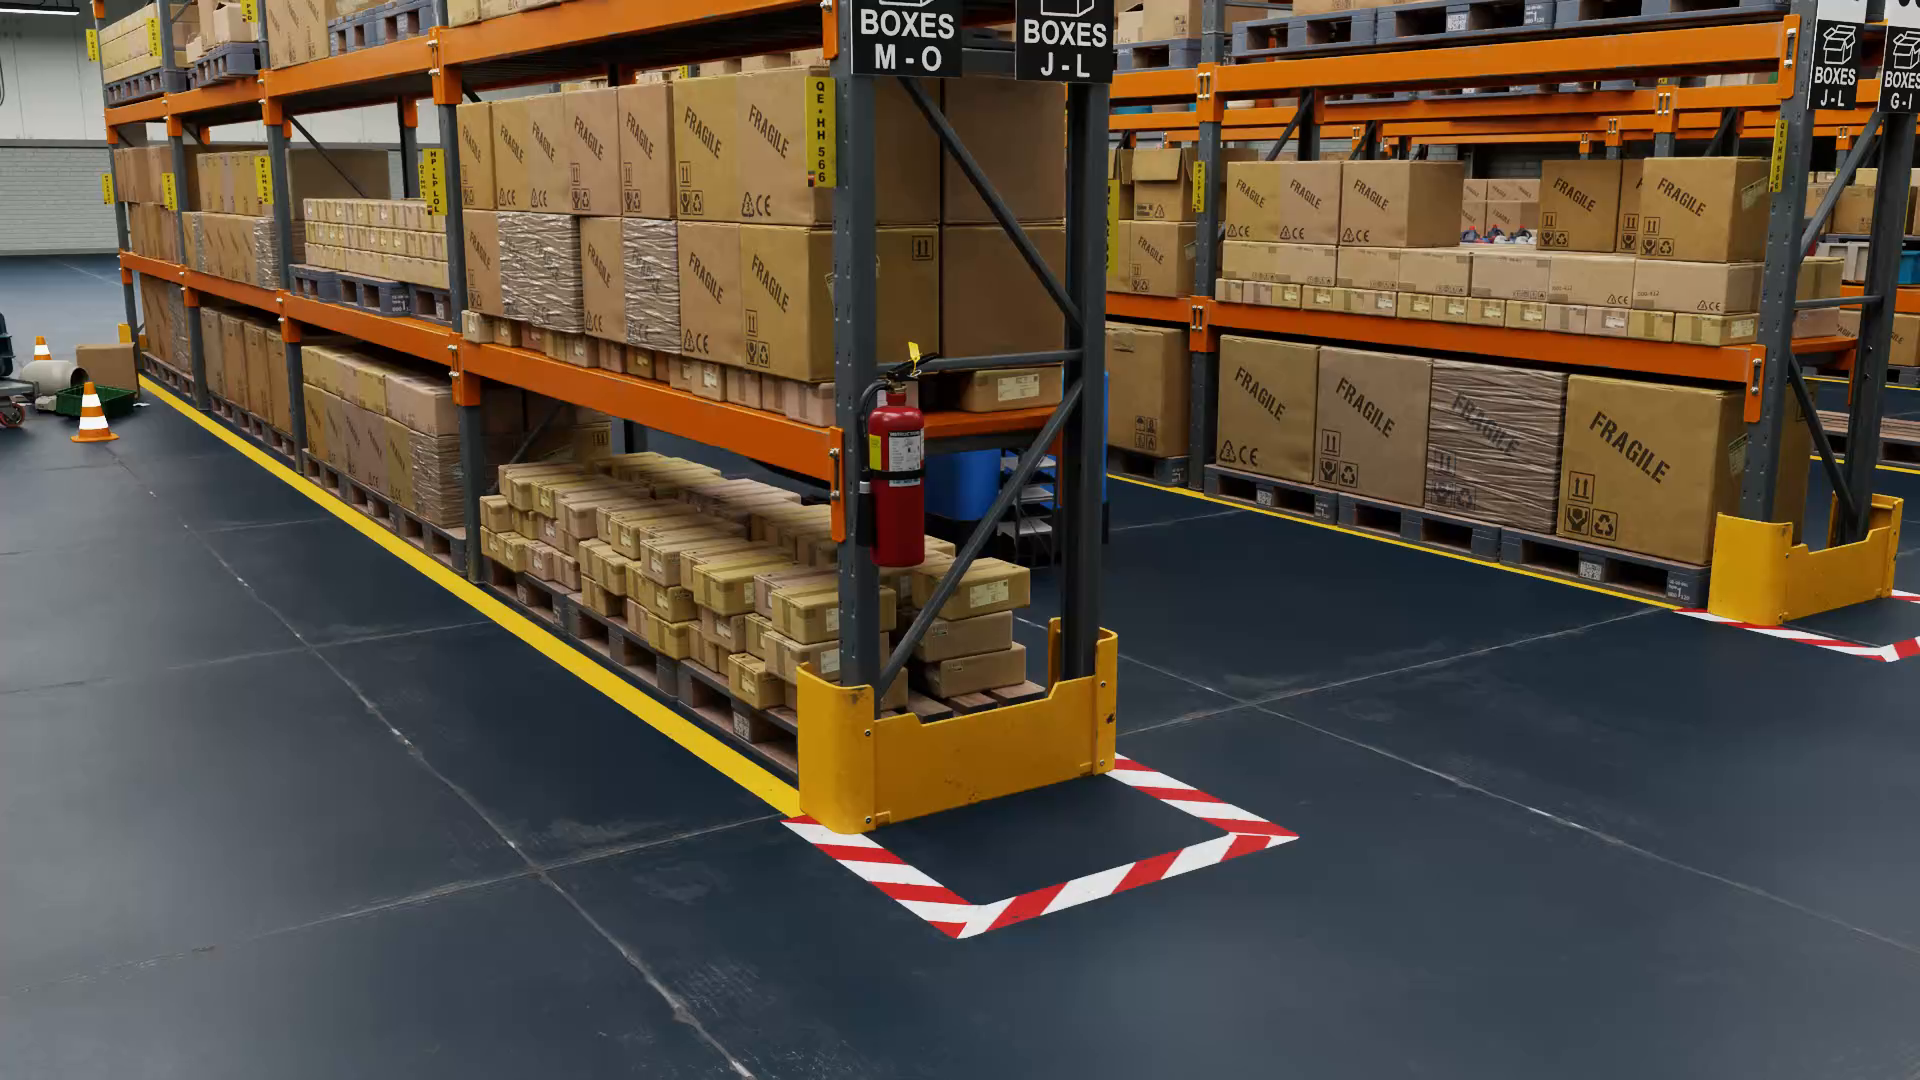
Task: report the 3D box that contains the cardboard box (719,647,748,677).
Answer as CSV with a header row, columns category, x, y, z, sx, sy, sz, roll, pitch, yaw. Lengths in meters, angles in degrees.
category,x,y,z,sx,sy,sz,roll,pitch,yaw
cardboard box,-0.716,0.447,6.486,0.380,0.149,0.250,-8,15,-33

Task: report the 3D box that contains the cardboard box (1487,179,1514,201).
category,x,y,z,sx,sy,sz,roll,pitch,yaw
cardboard box,8.887,-5.572,26.869,0.500,0.500,0.500,-9,15,-34

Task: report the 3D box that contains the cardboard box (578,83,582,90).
category,x,y,z,sx,sy,sz,roll,pitch,yaw
cardboard box,-4.364,-5.418,20.012,0.380,0.149,0.250,-8,15,-34

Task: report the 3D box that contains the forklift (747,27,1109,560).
category,x,y,z,sx,sy,sz,roll,pitch,yaw
forklift,-0.373,-1.555,10.114,1.130,2.935,3.031,-8,15,-32

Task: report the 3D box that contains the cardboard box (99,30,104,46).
category,x,y,z,sx,sy,sz,roll,pitch,yaw
cardboard box,-8.894,-5.315,17.629,0.380,0.149,0.250,-8,15,-32

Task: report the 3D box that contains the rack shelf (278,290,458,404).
category,x,y,z,sx,sy,sz,roll,pitch,yaw
rack shelf,-3.274,-1.296,10.451,1.077,0.370,4.000,-8,15,-33

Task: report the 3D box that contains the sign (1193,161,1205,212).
category,x,y,z,sx,sy,sz,roll,pitch,yaw
sign,1.573,-2.322,10.934,0.100,0.325,0.005,-8,15,-33

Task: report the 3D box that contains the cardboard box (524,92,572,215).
category,x,y,z,sx,sy,sz,roll,pitch,yaw
cardboard box,-1.565,-1.682,7.260,0.500,0.500,0.500,-8,15,-32

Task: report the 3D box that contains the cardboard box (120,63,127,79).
category,x,y,z,sx,sy,sz,roll,pitch,yaw
cardboard box,-8.192,-4.699,16.679,0.380,0.149,0.250,-8,15,-33

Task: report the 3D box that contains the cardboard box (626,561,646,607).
category,x,y,z,sx,sy,sz,roll,pitch,yaw
cardboard box,-1.193,0.171,7.052,0.380,0.149,0.250,-7,14,-30

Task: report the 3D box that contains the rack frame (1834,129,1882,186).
category,x,y,z,sx,sy,sz,roll,pitch,yaw
rack frame,12.174,-4.331,22.647,1.000,3.000,0.127,-8,15,-33

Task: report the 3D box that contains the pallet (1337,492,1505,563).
category,x,y,z,sx,sy,sz,roll,pitch,yaw
pallet,3.056,-0.137,9.995,1.003,0.211,1.213,-8,15,-33

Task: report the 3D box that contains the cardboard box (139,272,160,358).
category,x,y,z,sx,sy,sz,roll,pitch,yaw
cardboard box,-8.384,-2.480,18.174,0.875,0.875,0.875,-8,15,-32

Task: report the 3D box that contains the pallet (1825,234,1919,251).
category,x,y,z,sx,sy,sz,roll,pitch,yaw
pallet,9.916,-3.094,17.439,1.003,0.211,1.213,-8,15,-33

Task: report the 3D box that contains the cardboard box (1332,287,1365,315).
category,x,y,z,sx,sy,sz,roll,pitch,yaw
cardboard box,2.487,-1.461,10.108,0.380,0.149,0.250,-8,15,-34

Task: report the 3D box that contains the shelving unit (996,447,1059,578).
category,x,y,z,sx,sy,sz,roll,pitch,yaw
shelving unit,0.364,-0.247,8.849,0.258,0.900,0.210,-6,19,-25

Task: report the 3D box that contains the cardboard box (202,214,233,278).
category,x,y,z,sx,sy,sz,roll,pitch,yaw
cardboard box,-5.976,-2.459,13.852,0.500,0.500,0.500,-8,15,-33

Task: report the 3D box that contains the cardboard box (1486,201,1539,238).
category,x,y,z,sx,sy,sz,roll,pitch,yaw
cardboard box,7.109,-4.090,21.308,0.500,0.500,0.500,-9,15,-36

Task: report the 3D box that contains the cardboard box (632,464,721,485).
category,x,y,z,sx,sy,sz,roll,pitch,yaw
cardboard box,-1.433,-0.278,8.411,0.380,0.149,0.250,-8,15,-33

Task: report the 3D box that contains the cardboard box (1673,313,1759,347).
category,x,y,z,sx,sy,sz,roll,pitch,yaw
cardboard box,3.764,-1.051,8.236,0.380,0.149,0.250,-8,15,-32

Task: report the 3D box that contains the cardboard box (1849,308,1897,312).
category,x,y,z,sx,sy,sz,roll,pitch,yaw
cardboard box,9.898,-2.235,17.882,0.500,0.500,0.500,-8,15,-32

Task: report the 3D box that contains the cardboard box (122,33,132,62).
category,x,y,z,sx,sy,sz,roll,pitch,yaw
cardboard box,-7.921,-4.832,16.353,0.500,0.250,0.500,-8,15,-33

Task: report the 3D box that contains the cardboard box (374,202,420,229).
category,x,y,z,sx,sy,sz,roll,pitch,yaw
cardboard box,-3.272,-1.945,9.948,0.380,0.149,0.250,-9,15,-35

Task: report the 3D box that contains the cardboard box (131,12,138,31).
category,x,y,z,sx,sy,sz,roll,pitch,yaw
cardboard box,-7.628,-4.908,15.768,0.380,0.149,0.250,-8,15,-33

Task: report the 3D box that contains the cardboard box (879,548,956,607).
category,x,y,z,sx,sy,sz,roll,pitch,yaw
cardboard box,-0.210,0.148,6.460,0.380,0.149,0.250,-8,15,-32

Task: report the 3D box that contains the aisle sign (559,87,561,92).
category,x,y,z,sx,sy,sz,roll,pitch,yaw
aisle sign,-4.913,-5.241,20.720,0.394,0.787,0.004,-8,15,-33

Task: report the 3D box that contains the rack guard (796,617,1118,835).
category,x,y,z,sx,sy,sz,roll,pitch,yaw
rack guard,0.008,0.627,5.824,1.175,0.500,0.348,-8,15,-33

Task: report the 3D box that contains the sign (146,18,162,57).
category,x,y,z,sx,sy,sz,roll,pitch,yaw
sign,-7.059,-4.405,14.568,0.100,0.325,0.005,-8,15,-33

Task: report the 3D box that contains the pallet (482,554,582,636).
category,x,y,z,sx,sy,sz,roll,pitch,yaw
pallet,-1.764,0.186,8.519,1.003,0.211,1.213,-8,15,-33

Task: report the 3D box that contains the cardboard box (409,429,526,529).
category,x,y,z,sx,sy,sz,roll,pitch,yaw
cardboard box,-2.785,-0.378,9.436,0.500,0.500,0.500,-8,15,-34

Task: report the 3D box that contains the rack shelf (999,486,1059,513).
category,x,y,z,sx,sy,sz,roll,pitch,yaw
rack shelf,0.363,-0.216,8.858,0.258,0.077,0.200,-6,19,-25

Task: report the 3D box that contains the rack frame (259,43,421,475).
category,x,y,z,sx,sy,sz,roll,pitch,yaw
rack frame,-4.382,-2.003,12.001,1.000,3.000,0.127,-8,15,-33

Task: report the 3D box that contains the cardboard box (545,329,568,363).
category,x,y,z,sx,sy,sz,roll,pitch,yaw
cardboard box,-1.654,-0.900,7.544,0.380,0.149,0.250,-8,15,-32

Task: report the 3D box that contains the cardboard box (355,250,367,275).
category,x,y,z,sx,sy,sz,roll,pitch,yaw
cardboard box,-3.566,-1.747,10.433,0.380,0.149,0.250,-8,15,-32

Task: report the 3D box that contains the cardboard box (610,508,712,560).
category,x,y,z,sx,sy,sz,roll,pitch,yaw
cardboard box,-1.303,-0.028,7.267,0.380,0.149,0.250,-8,15,-32

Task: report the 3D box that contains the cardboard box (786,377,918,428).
category,x,y,z,sx,sy,sz,roll,pitch,yaw
cardboard box,-0.365,-0.482,5.634,0.380,0.149,0.250,-8,15,-33

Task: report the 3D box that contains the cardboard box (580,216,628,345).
category,x,y,z,sx,sy,sz,roll,pitch,yaw
cardboard box,-1.250,-1.095,6.919,0.500,0.500,0.500,-7,14,-30

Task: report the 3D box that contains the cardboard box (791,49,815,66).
category,x,y,z,sx,sy,sz,roll,pitch,yaw
cardboard box,-1.224,-4.566,15.294,0.500,0.500,0.500,-8,15,-32

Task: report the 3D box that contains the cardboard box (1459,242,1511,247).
category,x,y,z,sx,sy,sz,roll,pitch,yaw
cardboard box,3.054,-1.703,10.283,0.500,0.250,0.500,-8,15,-32

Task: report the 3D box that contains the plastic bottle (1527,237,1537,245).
category,x,y,z,sx,sy,sz,roll,pitch,yaw
plastic bottle,5.173,-2.573,14.897,0.152,0.276,0.135,-8,15,-33

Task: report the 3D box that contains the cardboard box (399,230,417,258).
category,x,y,z,sx,sy,sz,roll,pitch,yaw
cardboard box,-2.988,-1.706,9.552,0.380,0.149,0.250,-9,15,-35

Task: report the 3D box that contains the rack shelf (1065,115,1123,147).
category,x,y,z,sx,sy,sz,roll,pitch,yaw
rack shelf,0.602,-5.340,21.920,1.077,0.370,4.000,-8,15,-33

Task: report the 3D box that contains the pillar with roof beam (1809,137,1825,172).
category,x,y,z,sx,sy,sz,roll,pitch,yaw
pillar with roof beam,8.590,-7.086,21.201,9.100,9.000,0.400,-8,15,-33

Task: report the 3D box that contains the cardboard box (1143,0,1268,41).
category,x,y,z,sx,sy,sz,roll,pitch,yaw
cardboard box,1.690,-3.682,11.441,0.700,0.500,0.500,-8,14,-31

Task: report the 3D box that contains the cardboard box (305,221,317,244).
category,x,y,z,sx,sy,sz,roll,pitch,yaw
cardboard box,-4.281,-2.121,11.450,0.380,0.149,0.250,-7,14,-30

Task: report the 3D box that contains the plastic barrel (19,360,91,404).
category,x,y,z,sx,sy,sz,roll,pitch,yaw
plastic barrel,-8.504,-1.476,15.622,0.512,0.421,0.421,1,12,6

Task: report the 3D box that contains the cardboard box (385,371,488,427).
category,x,y,z,sx,sy,sz,roll,pitch,yaw
cardboard box,-3.063,-0.838,9.784,0.500,0.250,0.500,-7,14,-30

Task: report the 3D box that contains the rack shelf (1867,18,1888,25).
category,x,y,z,sx,sy,sz,roll,pitch,yaw
rack shelf,13.282,-6.360,20.499,1.077,0.370,4.000,-8,15,-33

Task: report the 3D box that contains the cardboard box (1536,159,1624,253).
category,x,y,z,sx,sy,sz,roll,pitch,yaw
cardboard box,3.625,-1.886,9.363,0.500,0.500,0.500,-9,15,-34

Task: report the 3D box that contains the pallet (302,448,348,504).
category,x,y,z,sx,sy,sz,roll,pitch,yaw
pallet,-3.950,-0.502,11.663,1.003,0.211,1.213,-8,15,-33

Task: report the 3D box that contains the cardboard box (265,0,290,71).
category,x,y,z,sx,sy,sz,roll,pitch,yaw
cardboard box,-4.287,-3.384,11.062,0.500,0.500,0.500,-8,15,-33

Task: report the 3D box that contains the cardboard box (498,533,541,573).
category,x,y,z,sx,sy,sz,roll,pitch,yaw
cardboard box,-2.084,0.046,8.321,0.380,0.149,0.250,-8,14,-31

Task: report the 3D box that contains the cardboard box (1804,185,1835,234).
category,x,y,z,sx,sy,sz,roll,pitch,yaw
cardboard box,9.238,-3.594,18.057,0.500,0.500,0.700,11,16,41

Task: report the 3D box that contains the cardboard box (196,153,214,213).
category,x,y,z,sx,sy,sz,roll,pitch,yaw
cardboard box,-6.318,-3.164,14.736,0.700,0.500,0.500,-8,15,-34

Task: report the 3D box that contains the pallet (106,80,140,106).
category,x,y,z,sx,sy,sz,roll,pitch,yaw
pallet,-8.395,-4.717,17.599,1.003,0.211,1.213,-8,15,-33

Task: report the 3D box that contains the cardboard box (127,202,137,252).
category,x,y,z,sx,sy,sz,roll,pitch,yaw
cardboard box,-8.571,-3.439,18.214,0.875,0.550,0.550,-8,15,-33
